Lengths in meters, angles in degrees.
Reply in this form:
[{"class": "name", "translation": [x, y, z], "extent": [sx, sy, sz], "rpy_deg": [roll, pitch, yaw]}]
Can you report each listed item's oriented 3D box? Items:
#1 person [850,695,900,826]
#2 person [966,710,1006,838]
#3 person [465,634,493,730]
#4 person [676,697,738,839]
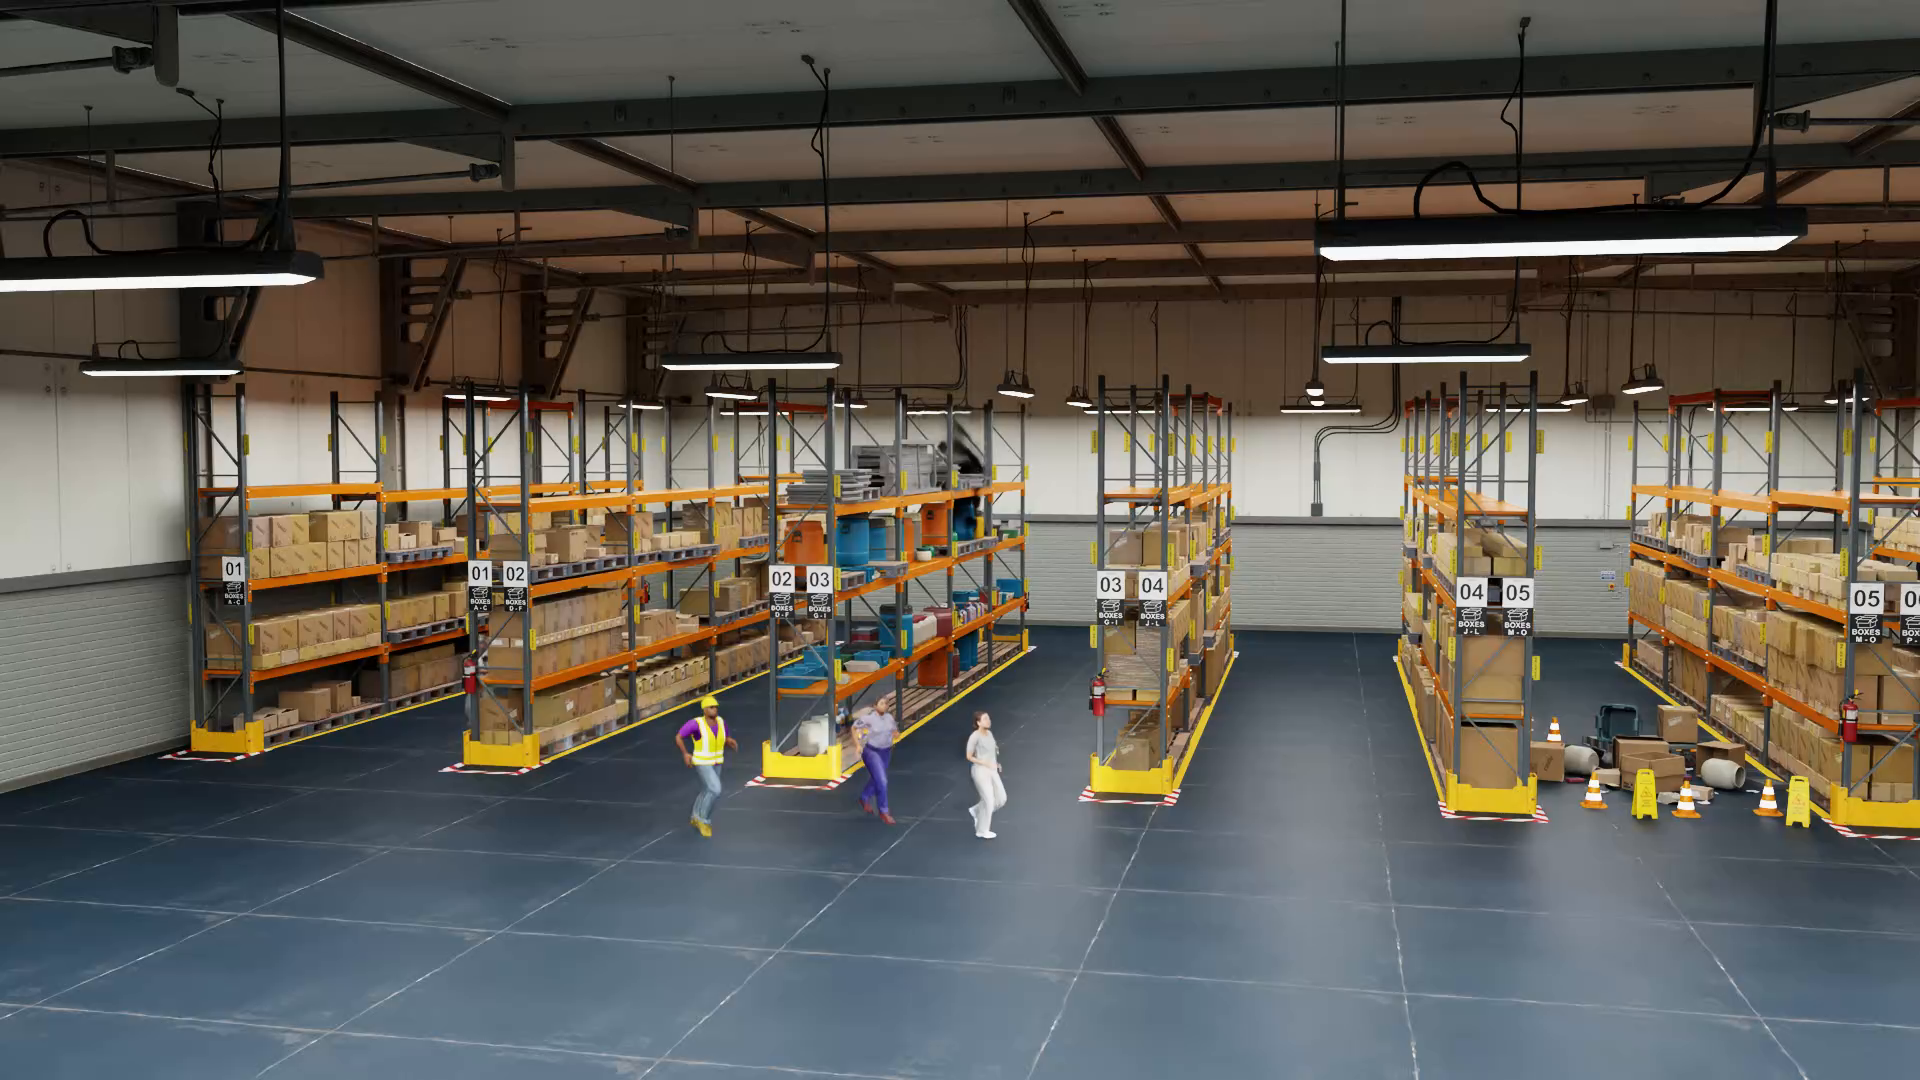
[{"class": "person", "translation": [-1.113, 2.903, 22.159], "extent": [0.855, 1.695, 0.581], "rpy_deg": [3, 5, 44]}, {"class": "person", "translation": [0.314, 2.976, 21.168], "extent": [0.581, 1.620, 0.560], "rpy_deg": [3, 4, 40]}, {"class": "person", "translation": [-8.135, 2.510, 28.214], "extent": [0.633, 1.851, 0.770], "rpy_deg": [0, 3, 3]}, {"class": "person", "translation": [-3.214, 2.904, 21.376], "extent": [0.748, 1.802, 0.687], "rpy_deg": [3, 4, 38]}]
